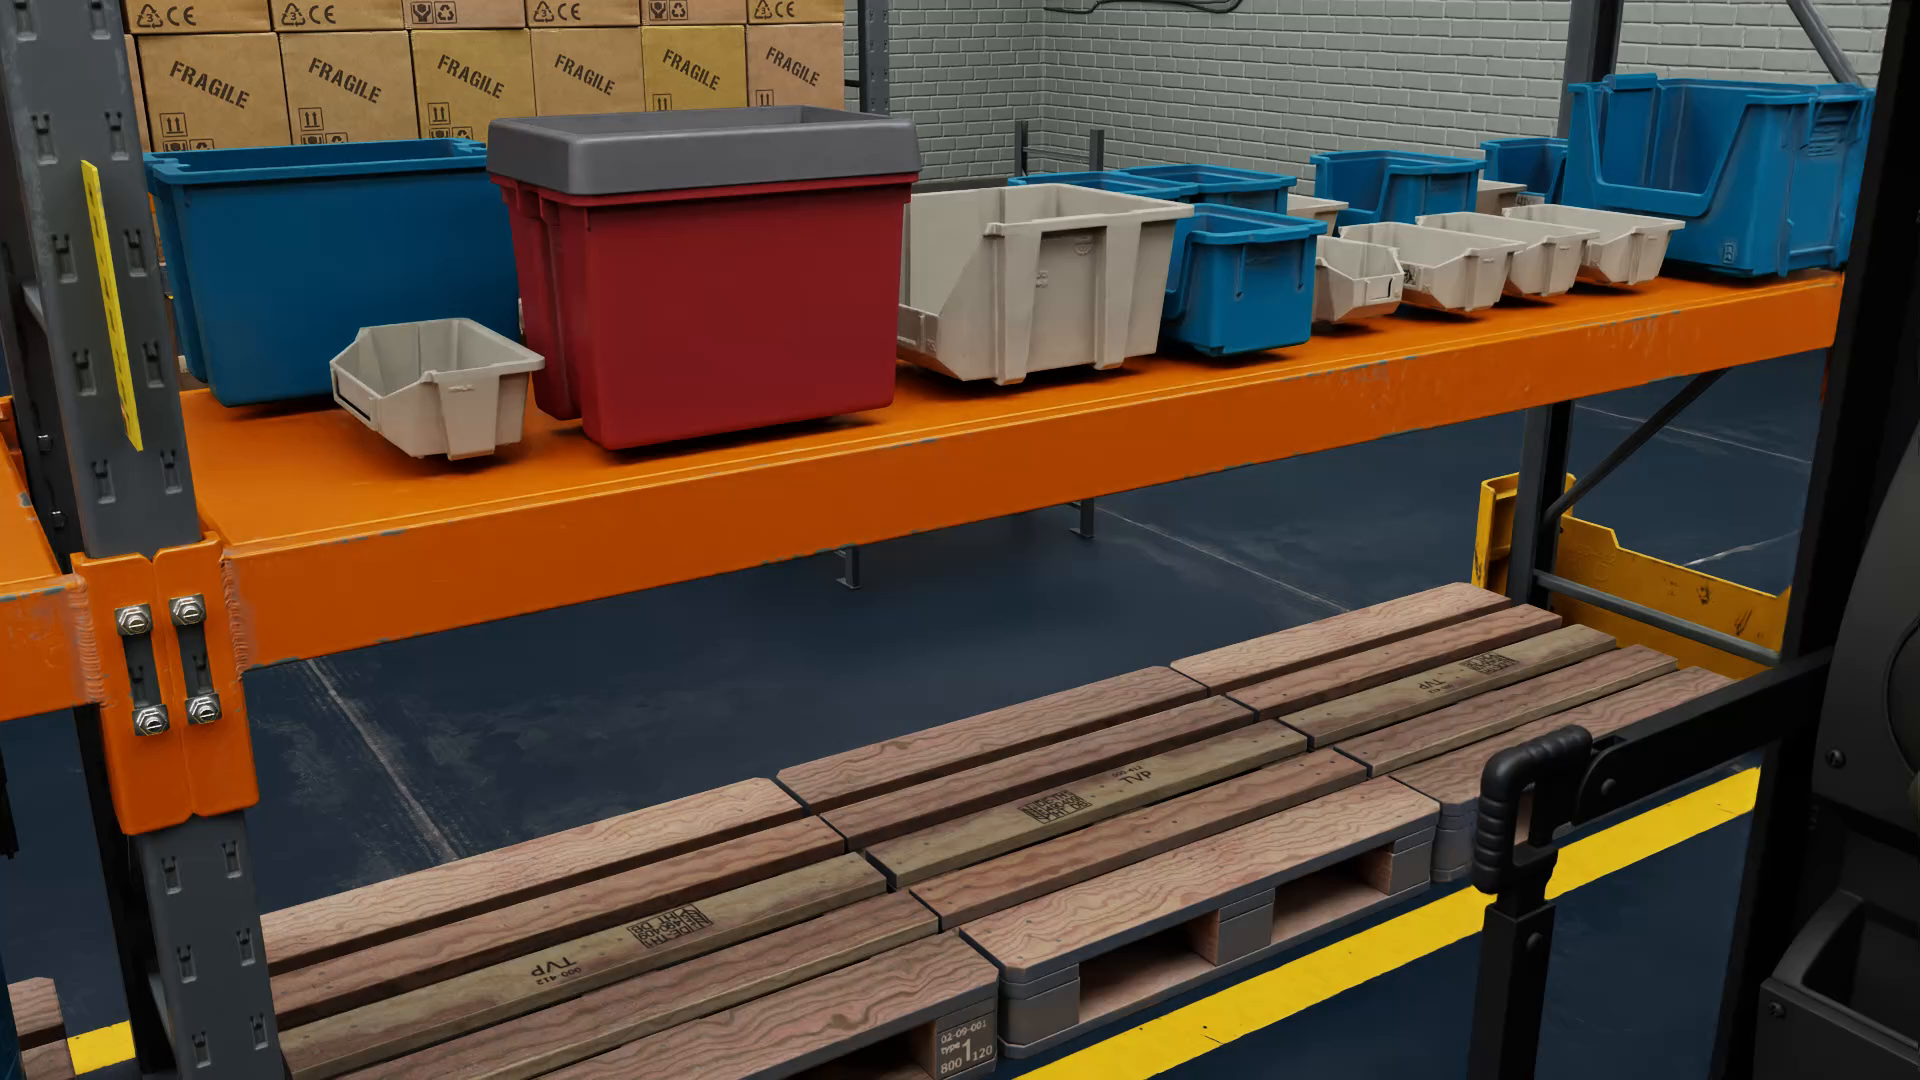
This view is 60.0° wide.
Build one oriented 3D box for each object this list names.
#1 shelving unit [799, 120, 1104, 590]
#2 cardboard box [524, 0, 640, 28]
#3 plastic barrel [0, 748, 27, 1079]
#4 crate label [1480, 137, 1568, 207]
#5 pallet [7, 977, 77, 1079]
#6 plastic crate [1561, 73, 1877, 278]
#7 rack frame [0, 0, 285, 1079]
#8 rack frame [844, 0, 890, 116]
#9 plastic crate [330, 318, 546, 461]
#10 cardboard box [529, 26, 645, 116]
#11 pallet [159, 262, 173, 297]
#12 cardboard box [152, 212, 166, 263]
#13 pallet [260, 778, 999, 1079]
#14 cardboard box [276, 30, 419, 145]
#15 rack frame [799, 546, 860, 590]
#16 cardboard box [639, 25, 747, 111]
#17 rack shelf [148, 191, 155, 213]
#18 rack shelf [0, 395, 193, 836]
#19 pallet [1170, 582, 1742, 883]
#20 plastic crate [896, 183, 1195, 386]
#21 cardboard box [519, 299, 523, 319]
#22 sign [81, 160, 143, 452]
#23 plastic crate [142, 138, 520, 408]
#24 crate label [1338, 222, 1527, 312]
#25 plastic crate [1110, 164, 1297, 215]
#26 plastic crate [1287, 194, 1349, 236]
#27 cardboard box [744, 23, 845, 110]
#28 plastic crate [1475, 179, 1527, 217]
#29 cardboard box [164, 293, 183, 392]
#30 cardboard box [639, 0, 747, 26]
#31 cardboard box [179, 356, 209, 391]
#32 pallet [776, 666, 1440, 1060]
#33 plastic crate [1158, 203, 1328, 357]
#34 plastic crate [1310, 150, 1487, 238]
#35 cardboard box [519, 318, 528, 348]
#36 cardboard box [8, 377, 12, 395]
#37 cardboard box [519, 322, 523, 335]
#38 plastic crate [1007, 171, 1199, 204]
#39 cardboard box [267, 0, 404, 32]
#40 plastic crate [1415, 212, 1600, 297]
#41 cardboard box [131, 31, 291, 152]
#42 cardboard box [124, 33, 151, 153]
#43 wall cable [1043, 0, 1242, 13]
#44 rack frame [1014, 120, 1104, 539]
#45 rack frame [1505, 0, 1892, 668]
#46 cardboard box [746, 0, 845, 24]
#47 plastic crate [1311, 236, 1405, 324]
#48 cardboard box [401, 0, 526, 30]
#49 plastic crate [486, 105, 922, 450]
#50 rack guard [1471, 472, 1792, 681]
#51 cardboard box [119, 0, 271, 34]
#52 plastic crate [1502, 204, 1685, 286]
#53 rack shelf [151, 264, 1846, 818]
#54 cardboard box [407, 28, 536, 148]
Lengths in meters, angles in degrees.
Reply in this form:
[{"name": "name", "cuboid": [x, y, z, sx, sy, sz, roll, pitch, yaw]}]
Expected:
[{"name": "shelving unit", "cuboid": [-0.071, -0.695, 5.960, 1.048, 1.500, 0.538, -12, 22, -31]}, {"name": "cardboard box", "cuboid": [-1.736, -2.503, 7.249, 0.500, 0.500, 0.500, -11, 22, -30]}, {"name": "plastic barrel", "cuboid": [-1.747, 0.600, 2.406, 0.708, 0.901, 0.600, -12, 22, -31]}, {"name": "crate label", "cuboid": [1.670, -0.984, 4.640, 0.303, 0.233, 0.416, -12, 22, -31]}, {"name": "pallet", "cuboid": [-1.951, 1.160, 2.484, 1.213, 0.211, 1.003, -12, 22, -31]}, {"name": "plastic crate", "cuboid": [1.881, -0.927, 4.153, 0.499, 0.435, 0.616, -12, 22, -31]}, {"name": "rack frame", "cuboid": [-1.283, -0.286, 2.407, 0.127, 3.000, 1.000, -12, 22, -31]}, {"name": "rack frame", "cuboid": [-0.664, -2.316, 8.412, 0.127, 3.000, 1.000, -12, 22, -31]}, {"name": "plastic crate", "cuboid": [-0.816, -0.233, 2.569, 0.243, 0.136, 0.396, -12, 22, -31]}, {"name": "cardboard box", "cuboid": [-1.739, -2.033, 7.419, 0.500, 0.500, 0.500, -12, 22, -31]}, {"name": "pallet", "cuboid": [-5.034, -1.944, 11.666, 1.213, 0.211, 1.003, -12, 22, -31]}, {"name": "cardboard box", "cuboid": [-5.630, -2.143, 11.146, 0.500, 0.500, 0.700, -12, 22, -32]}, {"name": "pallet", "cuboid": [-0.690, 0.895, 3.267, 1.213, 0.211, 1.003, -12, 22, -31]}, {"name": "cardboard box", "cuboid": [-2.584, -1.854, 6.890, 0.500, 0.500, 0.500, -12, 22, -32]}, {"name": "rack frame", "cuboid": [-0.496, -0.606, 5.695, 0.032, 1.500, 0.500, -12, 22, -31]}, {"name": "cardboard box", "cuboid": [-1.319, -2.119, 7.674, 0.500, 0.500, 0.500, -12, 22, -31]}, {"name": "rack shelf", "cuboid": [-2.334, -1.623, 7.485, 4.000, 0.370, 1.077, -12, 22, -31]}, {"name": "rack shelf", "cuboid": [-2.954, 0.407, 1.480, 4.000, 0.370, 1.077, -12, 22, -31]}, {"name": "pallet", "cuboid": [1.347, 0.465, 4.539, 1.213, 0.211, 1.003, -12, 22, -31]}, {"name": "plastic crate", "cuboid": [0.093, -0.478, 3.066, 0.530, 0.282, 0.437, -12, 22, -31]}, {"name": "cardboard box", "cuboid": [-2.109, -1.026, 8.202, 0.500, 0.250, 0.500, -12, 22, -31]}, {"name": "sign", "cuboid": [-0.982, -0.270, 1.926, 0.005, 0.325, 0.100, -12, 22, -31]}, {"name": "plastic crate", "cuboid": [-1.081, -0.480, 2.913, 0.575, 0.384, 0.392, -12, 22, -31]}, {"name": "crate label", "cuboid": [1.007, -0.599, 3.651, 0.243, 0.136, 0.396, -12, 22, -31]}, {"name": "plastic crate", "cuboid": [0.571, -0.752, 3.954, 0.300, 0.233, 0.416, -12, 22, -31]}, {"name": "plastic crate", "cuboid": [0.790, -0.785, 4.200, 0.298, 0.136, 0.250, -12, 22, -31]}, {"name": "cardboard box", "cuboid": [-0.888, -2.212, 7.947, 0.500, 0.500, 0.500, -11, 22, -30]}, {"name": "plastic crate", "cuboid": [1.357, -0.904, 4.554, 0.298, 0.136, 0.250, -12, 22, -31]}, {"name": "cardboard box", "cuboid": [-3.685, -0.812, 7.179, 0.500, 0.500, 0.500, -12, 22, -31]}, {"name": "cardboard box", "cuboid": [-1.306, -2.596, 7.522, 0.500, 0.500, 0.500, -11, 22, -30]}, {"name": "cardboard box", "cuboid": [-3.404, -0.728, 7.478, 0.250, 0.149, 0.380, -12, 22, -31]}, {"name": "pallet", "cuboid": [0.329, 0.679, 3.907, 1.213, 0.211, 1.003, -12, 22, -31]}, {"name": "plastic crate", "cuboid": [0.483, -0.509, 3.235, 0.300, 0.233, 0.416, -12, 22, -31]}, {"name": "plastic crate", "cuboid": [1.120, -0.868, 4.297, 0.300, 0.233, 0.416, -12, 22, -31]}, {"name": "cardboard box", "cuboid": [-1.792, -0.901, 7.832, 0.500, 0.250, 0.500, -12, 22, -31]}, {"name": "cardboard box", "cuboid": [-3.535, -0.562, 6.736, 0.500, 0.311, 0.500, -12, 22, -31]}, {"name": "cardboard box", "cuboid": [-2.438, -0.970, 7.640, 0.637, 0.503, 0.797, -12, 22, -31]}, {"name": "plastic crate", "cuboid": [0.320, -0.699, 3.798, 0.300, 0.233, 0.416, -12, 22, -31]}, {"name": "cardboard box", "cuboid": [-2.596, -2.322, 6.711, 0.500, 0.500, 0.500, -13, 22, -33]}, {"name": "plastic crate", "cuboid": [1.226, -0.655, 3.816, 0.243, 0.136, 0.396, -12, 22, -31]}, {"name": "cardboard box", "cuboid": [-3.003, -1.767, 6.631, 0.500, 0.500, 0.500, -11, 22, -30]}, {"name": "cardboard box", "cuboid": [-3.429, -1.676, 6.362, 0.500, 0.500, 0.500, -11, 22, -30]}, {"name": "wall cable", "cuboid": [1.529, -5.912, 14.530, 0.112, 2.526, 3.097, -12, 22, -31]}, {"name": "rack frame", "cuboid": [0.353, -0.785, 6.225, 0.032, 1.500, 0.500, -12, 22, -31]}, {"name": "rack frame", "cuboid": [2.057, -0.990, 4.491, 0.127, 3.000, 1.000, -12, 22, -31]}, {"name": "cardboard box", "cuboid": [-0.884, -2.685, 7.786, 0.500, 0.500, 0.500, -12, 22, -32]}, {"name": "plastic crate", "cuboid": [0.770, -0.542, 3.483, 0.250, 0.136, 0.298, -12, 22, -31]}, {"name": "cardboard box", "cuboid": [-2.165, -2.413, 6.981, 0.500, 0.500, 0.500, -11, 22, -30]}, {"name": "plastic crate", "cuboid": [-0.400, -0.435, 2.654, 0.583, 0.464, 0.402, -12, 22, -31]}, {"name": "rack guard", "cuboid": [2.070, 0.186, 4.914, 0.348, 0.500, 1.175, -12, 22, -31]}, {"name": "cardboard box", "cuboid": [-3.025, -2.231, 6.444, 0.500, 0.500, 0.500, -13, 22, -33]}, {"name": "plastic crate", "cuboid": [1.476, -0.702, 3.955, 0.243, 0.136, 0.396, -12, 22, -31]}, {"name": "rack shelf", "cuboid": [0.387, -0.297, 3.564, 4.000, 0.370, 1.077, -12, 22, -31]}, {"name": "cardboard box", "cuboid": [-2.160, -1.944, 7.156, 0.500, 0.500, 0.500, -12, 22, -32]}]
